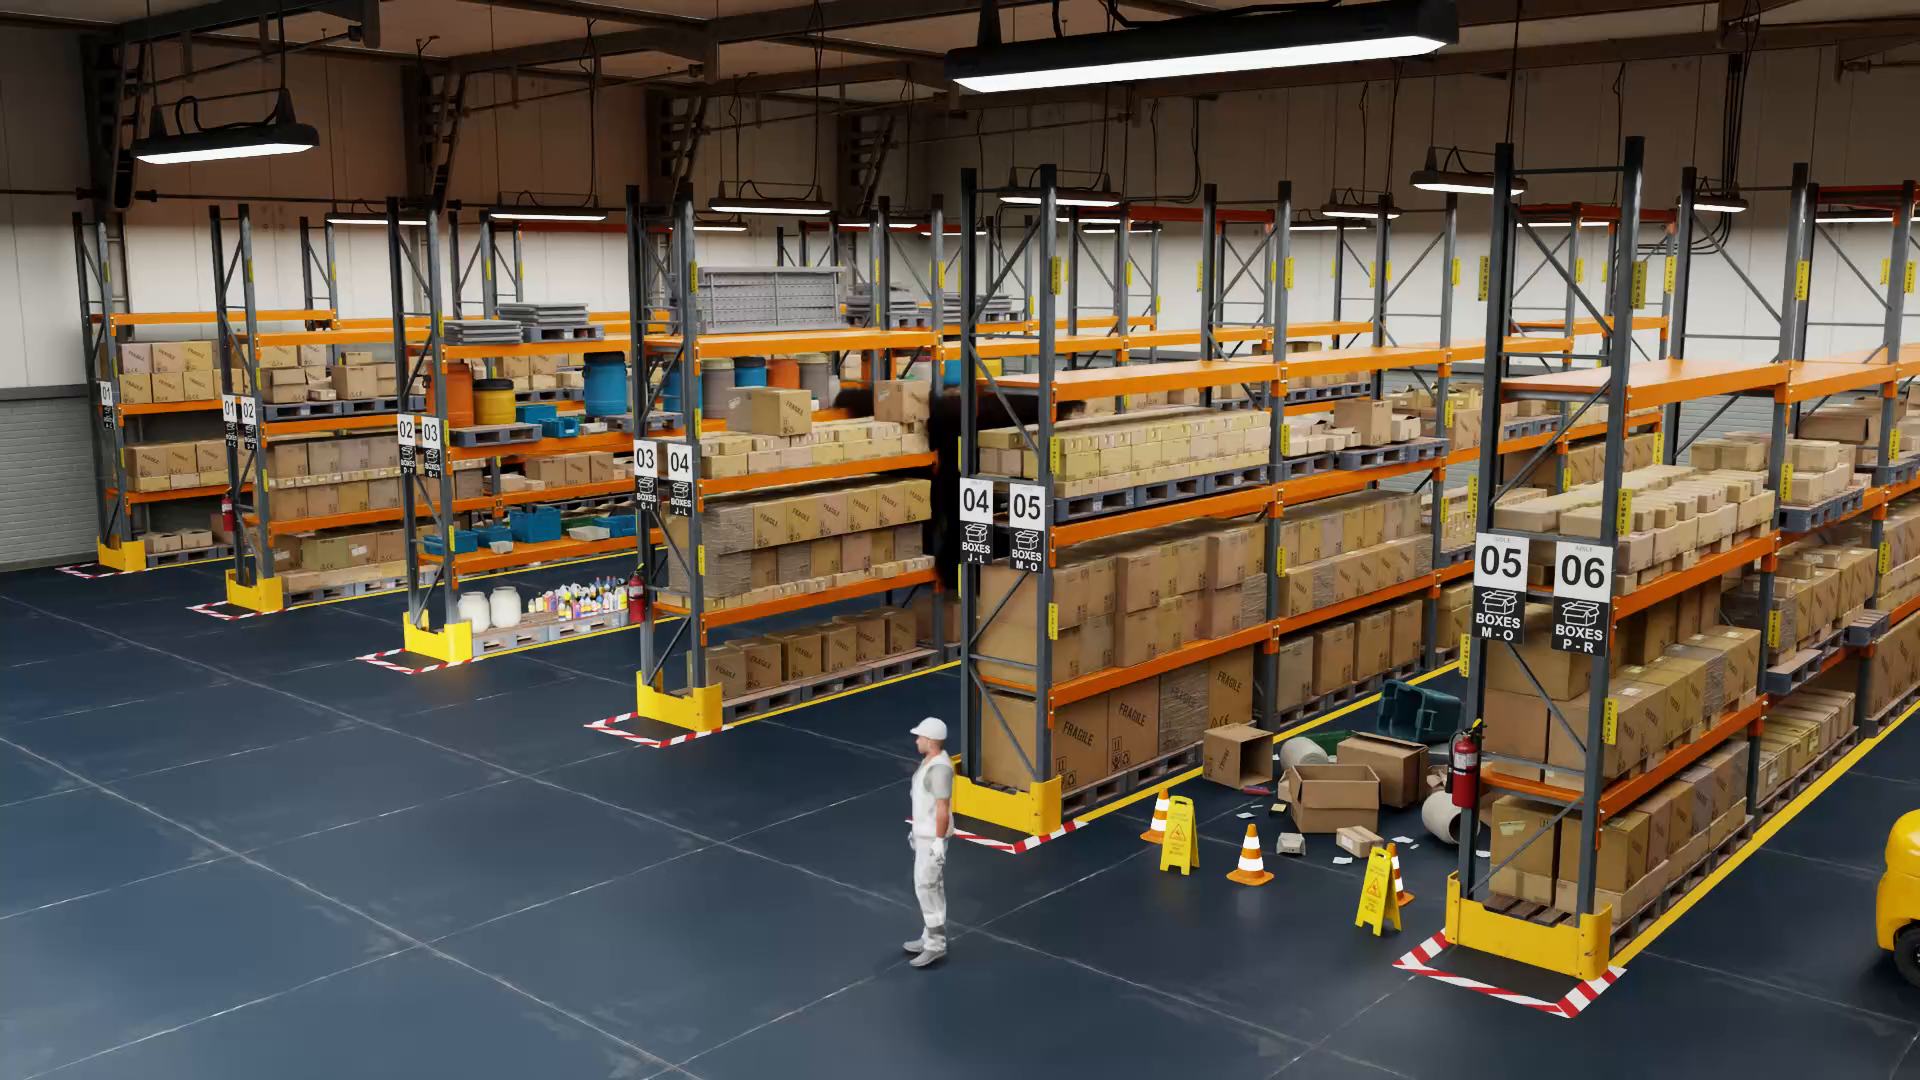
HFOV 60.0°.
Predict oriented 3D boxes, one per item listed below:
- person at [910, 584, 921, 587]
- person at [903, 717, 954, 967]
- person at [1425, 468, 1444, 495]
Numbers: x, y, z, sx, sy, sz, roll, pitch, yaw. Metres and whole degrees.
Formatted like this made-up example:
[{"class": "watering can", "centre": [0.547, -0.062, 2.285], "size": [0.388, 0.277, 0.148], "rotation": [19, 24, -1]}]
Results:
[{"class": "person", "centre": [-0.665, -0.157, 25.333], "size": [0.508, 1.675, 0.525], "rotation": [-9, 13, -42]}, {"class": "person", "centre": [-0.243, 2.239, 12.488], "size": [0.382, 1.822, 0.600], "rotation": [-1, 10, -5]}, {"class": "person", "centre": [8.640, -0.692, 30.316], "size": [0.400, 1.688, 0.534], "rotation": [0, 9, 0]}]
